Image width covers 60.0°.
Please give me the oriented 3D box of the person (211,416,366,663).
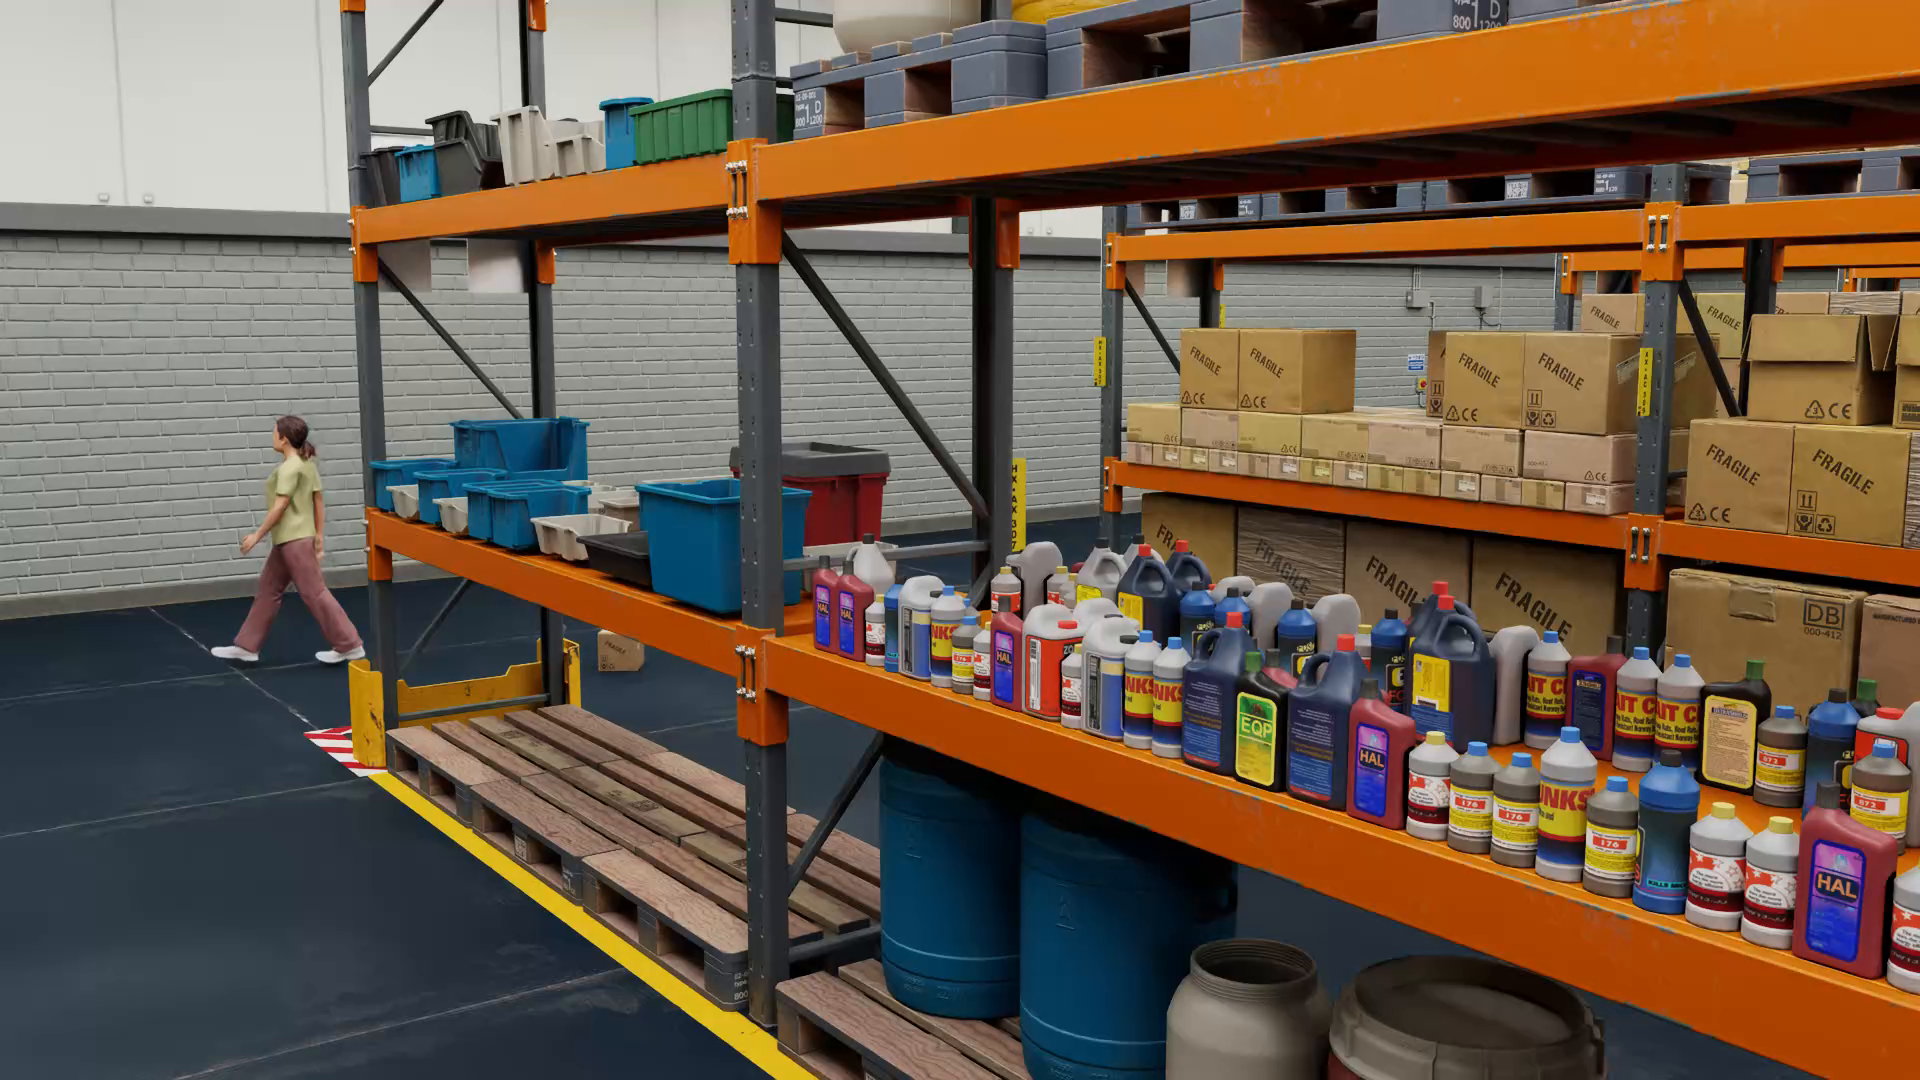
[{"bbox_3d":[-4.406,0.004,10.781,0.995,1.609,0.472,-1,8,-7],"label":"person"}]
